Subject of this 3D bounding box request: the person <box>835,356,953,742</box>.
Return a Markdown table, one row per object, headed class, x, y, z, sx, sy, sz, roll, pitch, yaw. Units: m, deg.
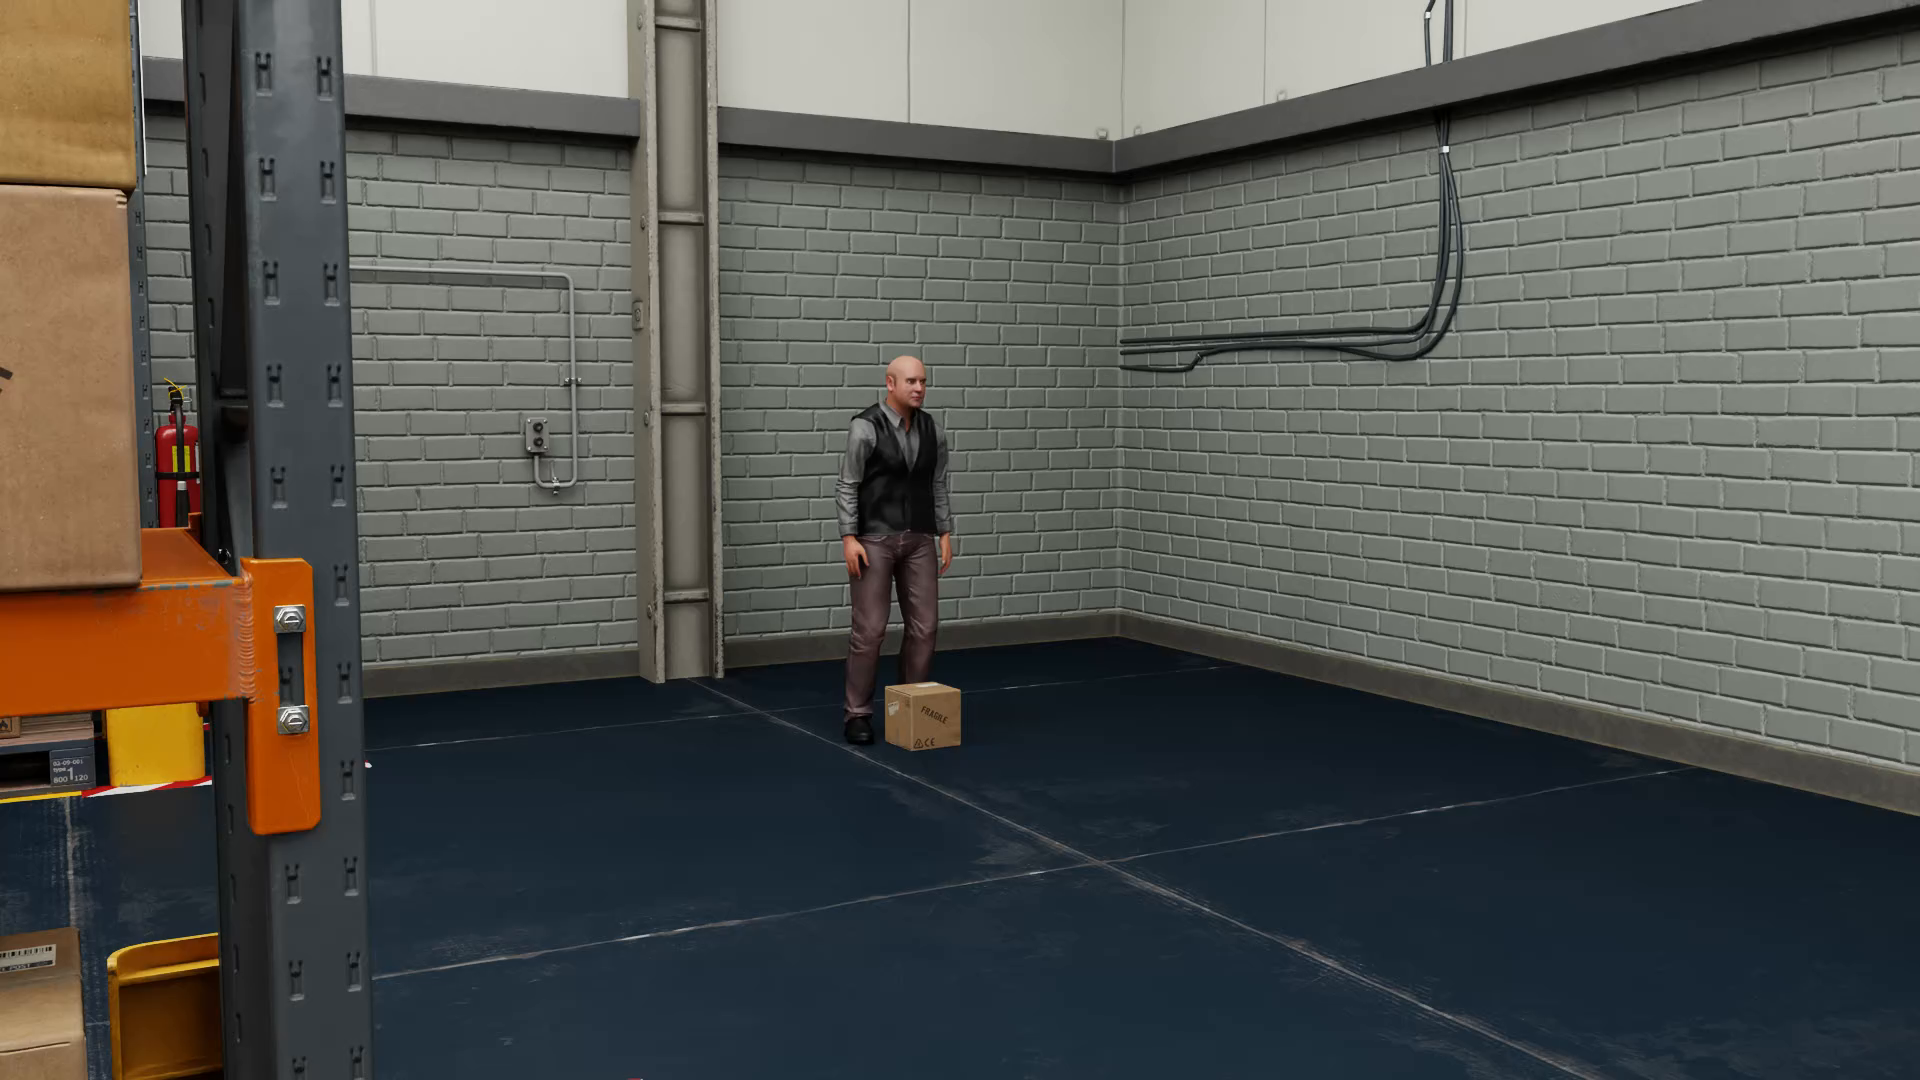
| class | x | y | z | sx | sy | sz | roll | pitch | yaw |
| --- | --- | --- | --- | --- | --- | --- | --- | --- | --- |
| person | -0.287 | 0.029 | 7.544 | 0.594 | 1.721 | 0.472 | -3 | 6 | -32 |
